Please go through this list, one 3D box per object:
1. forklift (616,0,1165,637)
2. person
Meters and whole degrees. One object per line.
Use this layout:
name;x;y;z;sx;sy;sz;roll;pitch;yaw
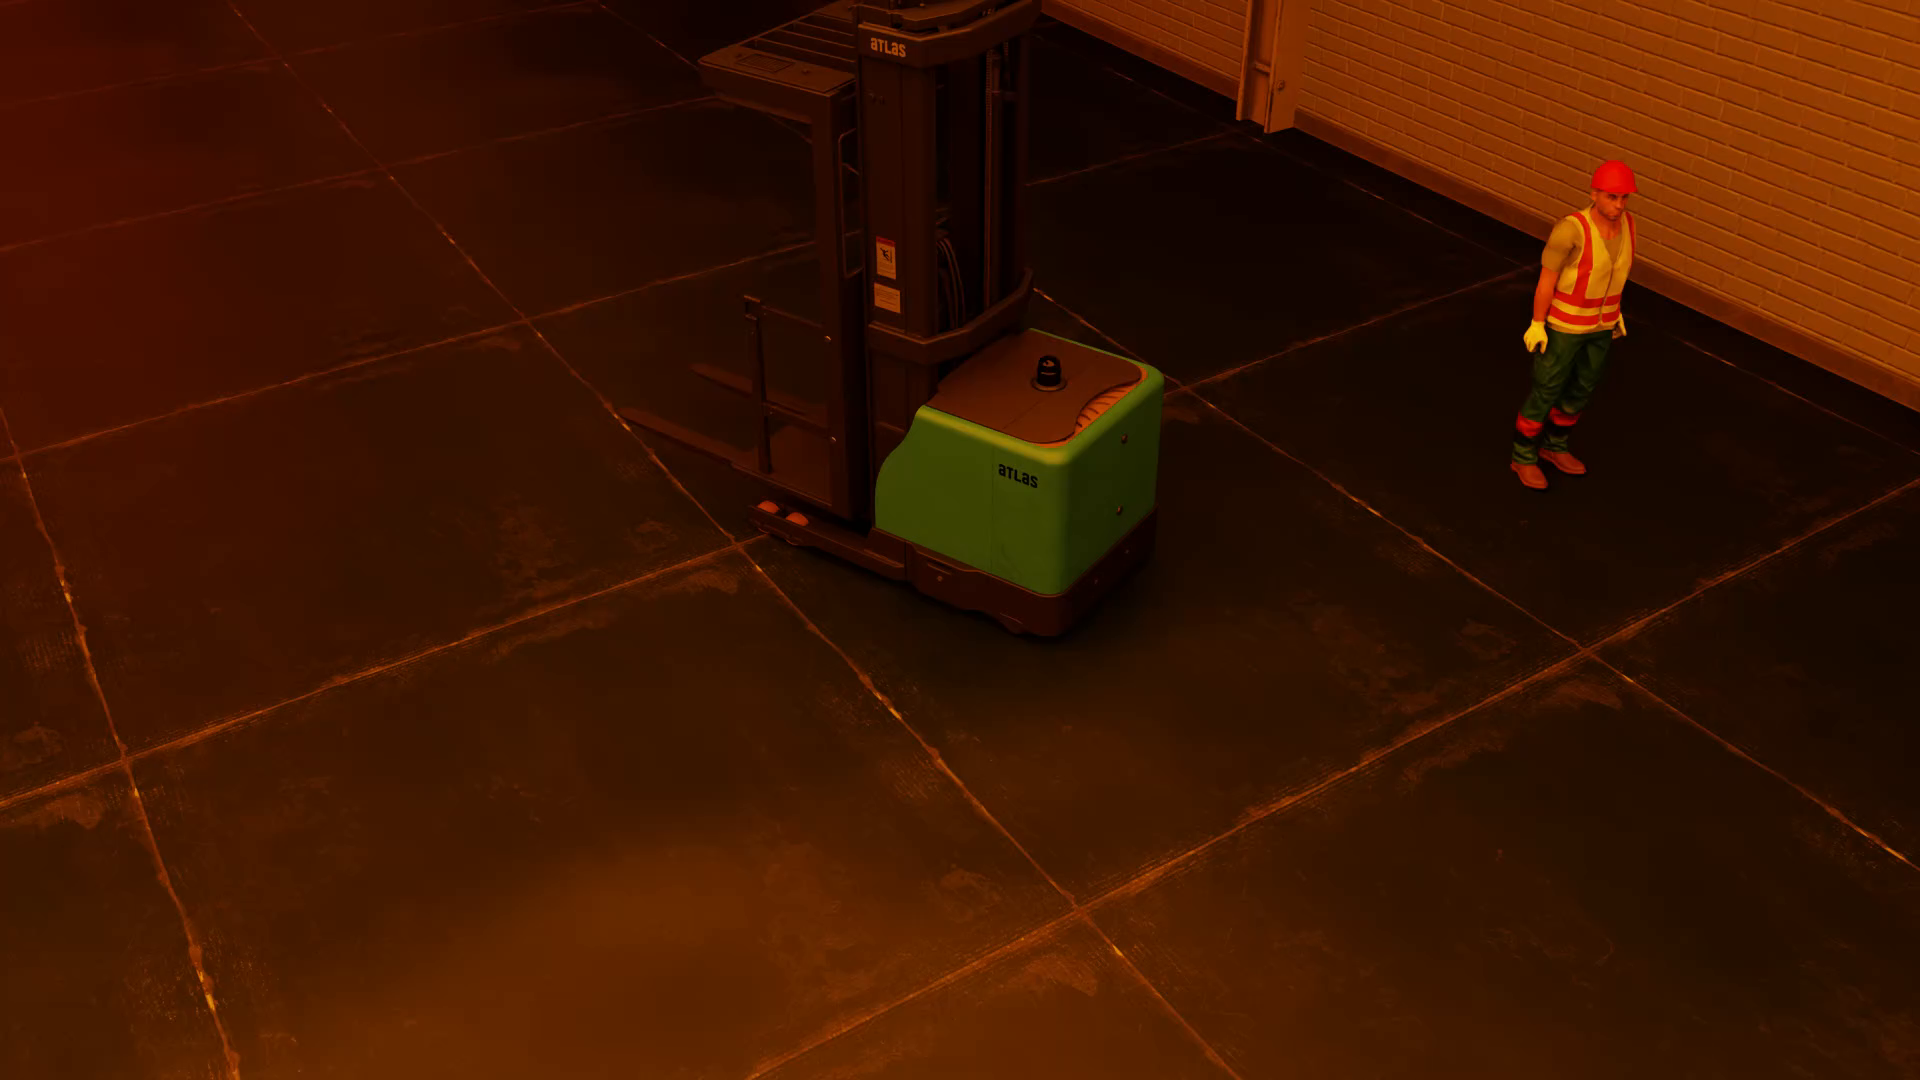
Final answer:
forklift;-0.500;-1.399;8.138;3.031;2.935;1.130;22;41;28
person;3.265;-1.124;8.741;0.604;1.795;0.374;-13;37;-18
